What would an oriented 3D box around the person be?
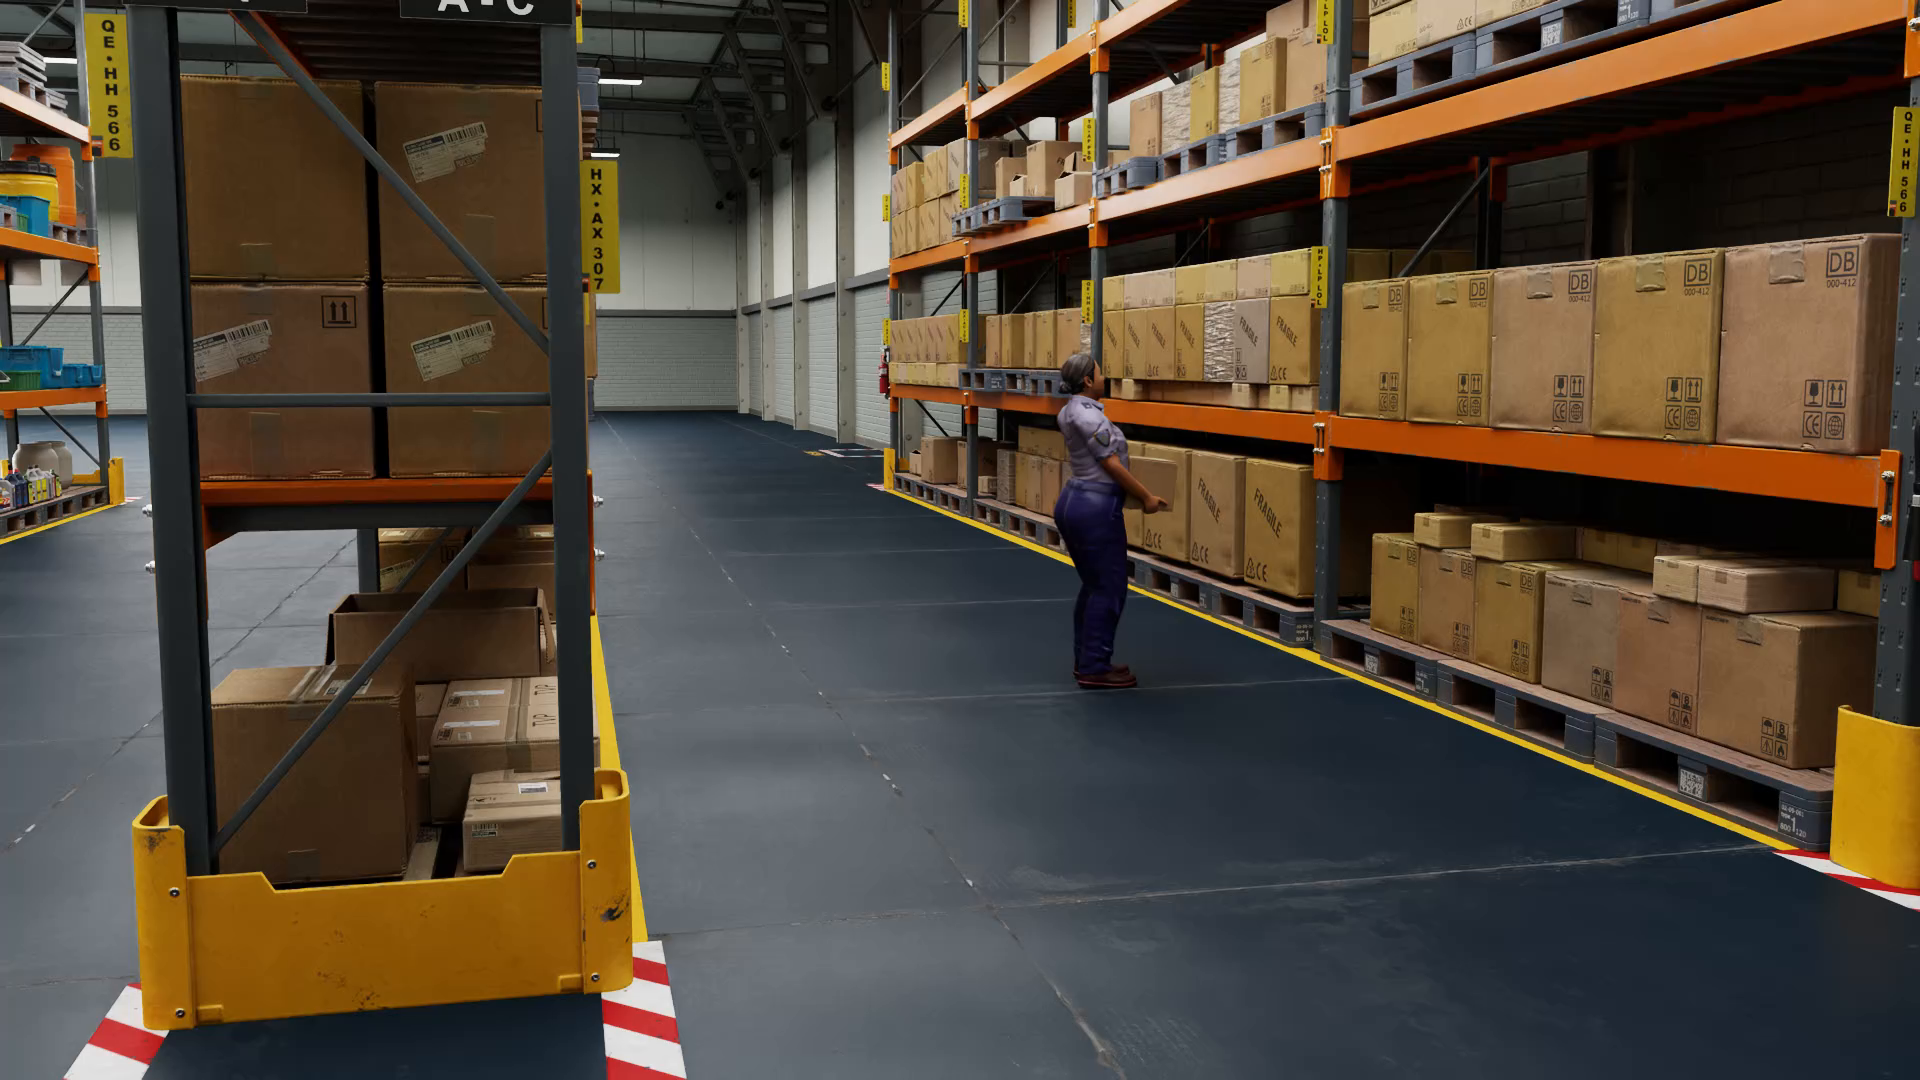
[{"bbox_3d":[0.736,-0.105,8.270,0.522,1.634,0.452,-2,6,-14],"label":"person"}]
